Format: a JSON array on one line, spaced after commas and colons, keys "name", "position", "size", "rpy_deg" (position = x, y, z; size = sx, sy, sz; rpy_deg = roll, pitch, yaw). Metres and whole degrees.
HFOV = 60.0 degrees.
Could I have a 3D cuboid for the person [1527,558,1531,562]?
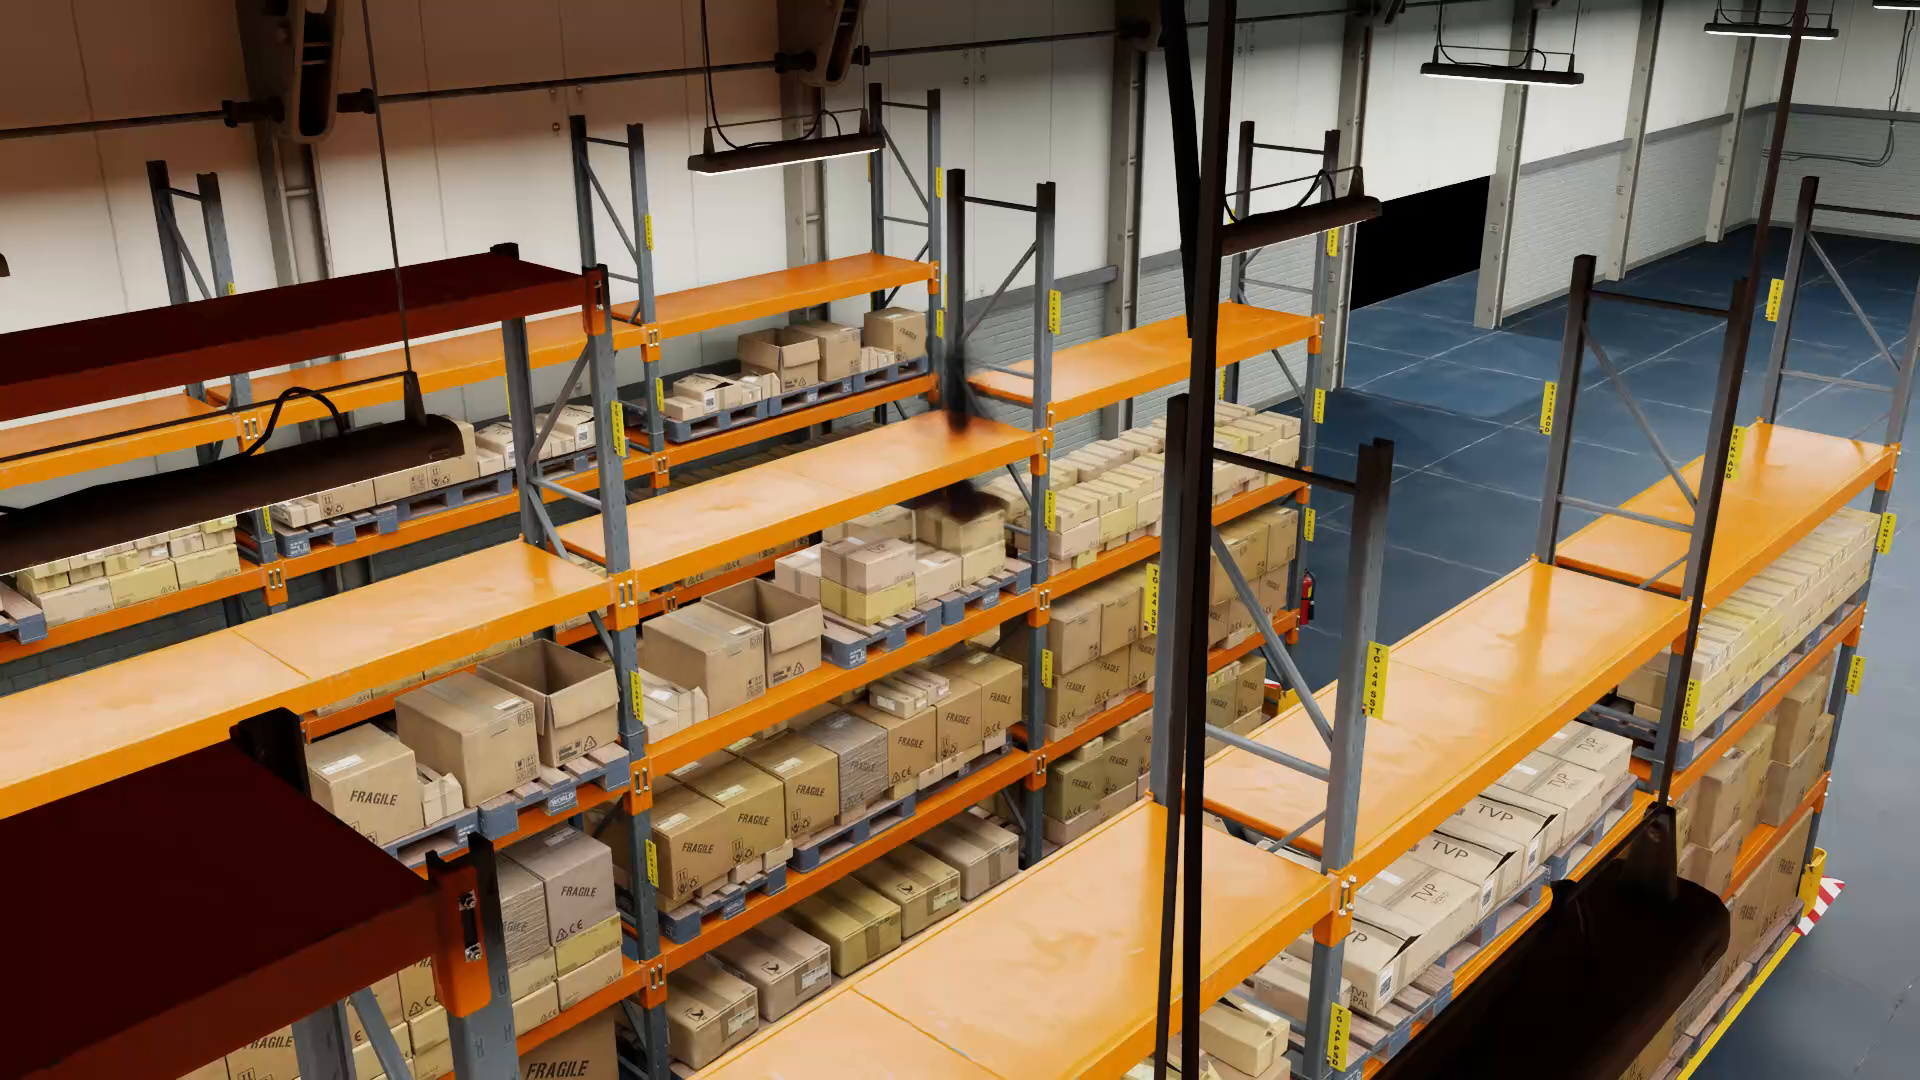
[{"name": "person", "position": [6.429, 0.725, 18.105], "size": [0.602, 1.487, 0.856], "rpy_deg": [-1, 21, -2]}]
